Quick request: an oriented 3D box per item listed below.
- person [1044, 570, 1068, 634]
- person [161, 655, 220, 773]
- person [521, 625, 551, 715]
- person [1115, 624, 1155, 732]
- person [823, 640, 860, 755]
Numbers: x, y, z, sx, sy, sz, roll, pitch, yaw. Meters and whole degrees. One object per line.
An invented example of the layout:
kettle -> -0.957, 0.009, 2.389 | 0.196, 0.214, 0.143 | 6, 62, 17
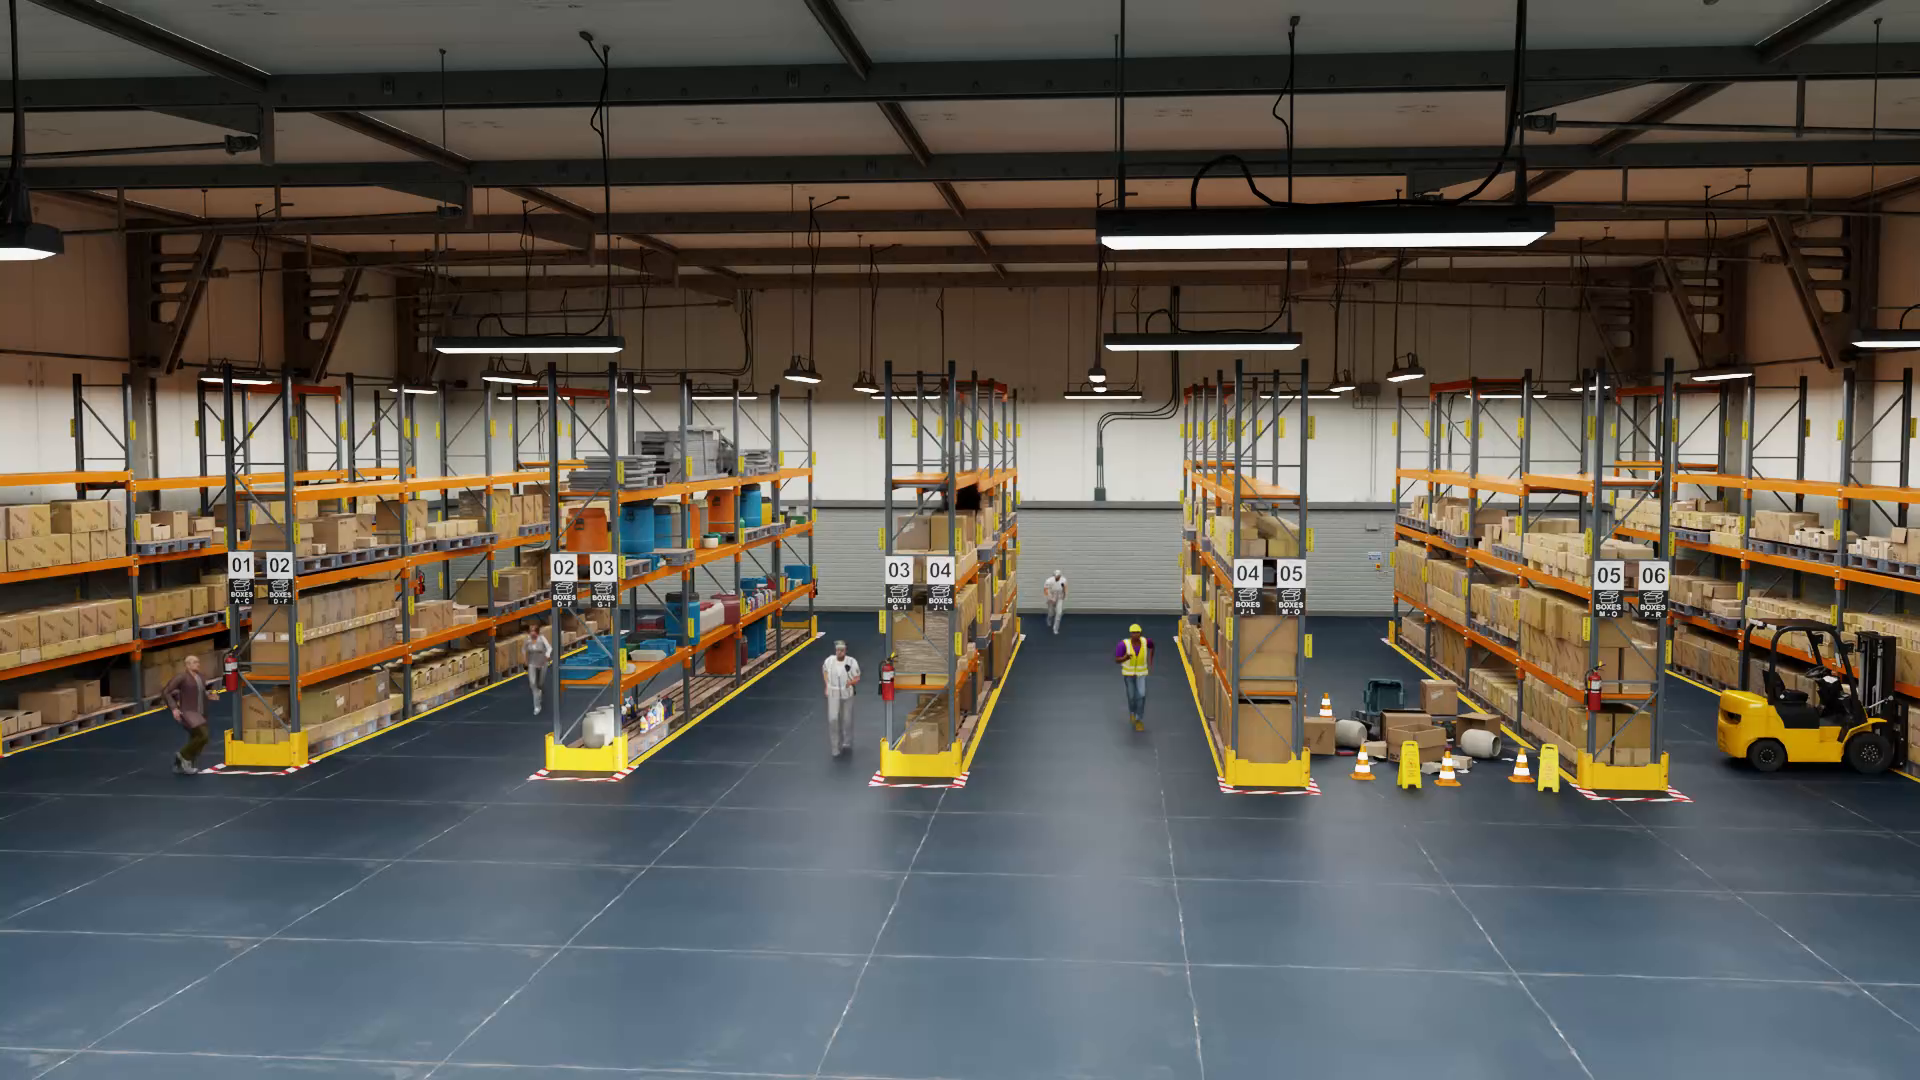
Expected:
person -> 2.361, 1.518, 41.313 | 0.615, 1.624, 0.964 | -1, 4, -13
person -> -11.138, 2.538, 24.168 | 0.715, 1.727, 0.704 | 1, 4, 10
person -> -7.576, 2.285, 29.758 | 0.537, 1.571, 0.942 | -1, 4, -10
person -> 2.938, 2.304, 27.927 | 0.676, 1.827, 0.862 | 0, 4, 5
person -> -1.843, 2.455, 25.864 | 0.591, 1.830, 0.875 | 0, 4, -3
